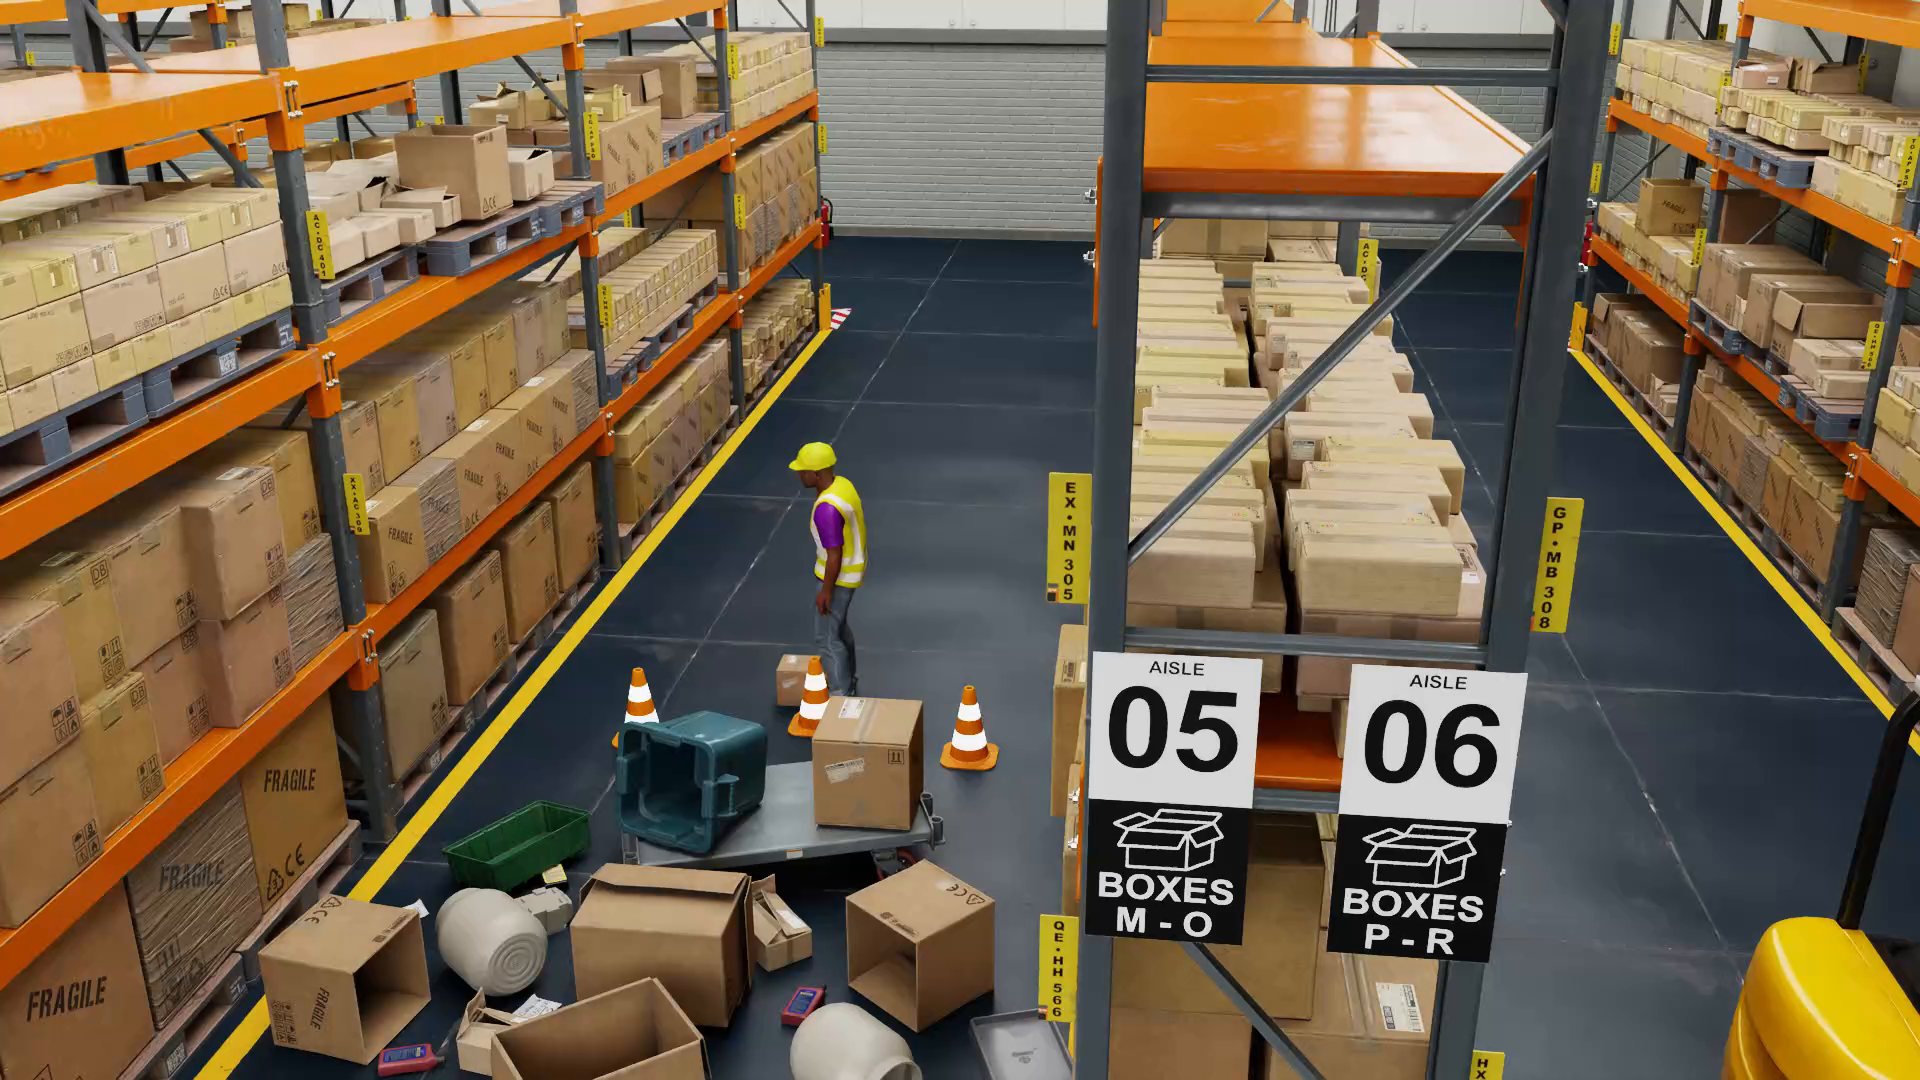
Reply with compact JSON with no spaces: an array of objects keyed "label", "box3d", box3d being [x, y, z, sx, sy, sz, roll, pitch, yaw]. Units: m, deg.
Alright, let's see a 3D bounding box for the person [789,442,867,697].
[{"label":"person","box3d":[-0.817,0.218,10.497,0.459,1.755,0.627,1,21,4]}]
